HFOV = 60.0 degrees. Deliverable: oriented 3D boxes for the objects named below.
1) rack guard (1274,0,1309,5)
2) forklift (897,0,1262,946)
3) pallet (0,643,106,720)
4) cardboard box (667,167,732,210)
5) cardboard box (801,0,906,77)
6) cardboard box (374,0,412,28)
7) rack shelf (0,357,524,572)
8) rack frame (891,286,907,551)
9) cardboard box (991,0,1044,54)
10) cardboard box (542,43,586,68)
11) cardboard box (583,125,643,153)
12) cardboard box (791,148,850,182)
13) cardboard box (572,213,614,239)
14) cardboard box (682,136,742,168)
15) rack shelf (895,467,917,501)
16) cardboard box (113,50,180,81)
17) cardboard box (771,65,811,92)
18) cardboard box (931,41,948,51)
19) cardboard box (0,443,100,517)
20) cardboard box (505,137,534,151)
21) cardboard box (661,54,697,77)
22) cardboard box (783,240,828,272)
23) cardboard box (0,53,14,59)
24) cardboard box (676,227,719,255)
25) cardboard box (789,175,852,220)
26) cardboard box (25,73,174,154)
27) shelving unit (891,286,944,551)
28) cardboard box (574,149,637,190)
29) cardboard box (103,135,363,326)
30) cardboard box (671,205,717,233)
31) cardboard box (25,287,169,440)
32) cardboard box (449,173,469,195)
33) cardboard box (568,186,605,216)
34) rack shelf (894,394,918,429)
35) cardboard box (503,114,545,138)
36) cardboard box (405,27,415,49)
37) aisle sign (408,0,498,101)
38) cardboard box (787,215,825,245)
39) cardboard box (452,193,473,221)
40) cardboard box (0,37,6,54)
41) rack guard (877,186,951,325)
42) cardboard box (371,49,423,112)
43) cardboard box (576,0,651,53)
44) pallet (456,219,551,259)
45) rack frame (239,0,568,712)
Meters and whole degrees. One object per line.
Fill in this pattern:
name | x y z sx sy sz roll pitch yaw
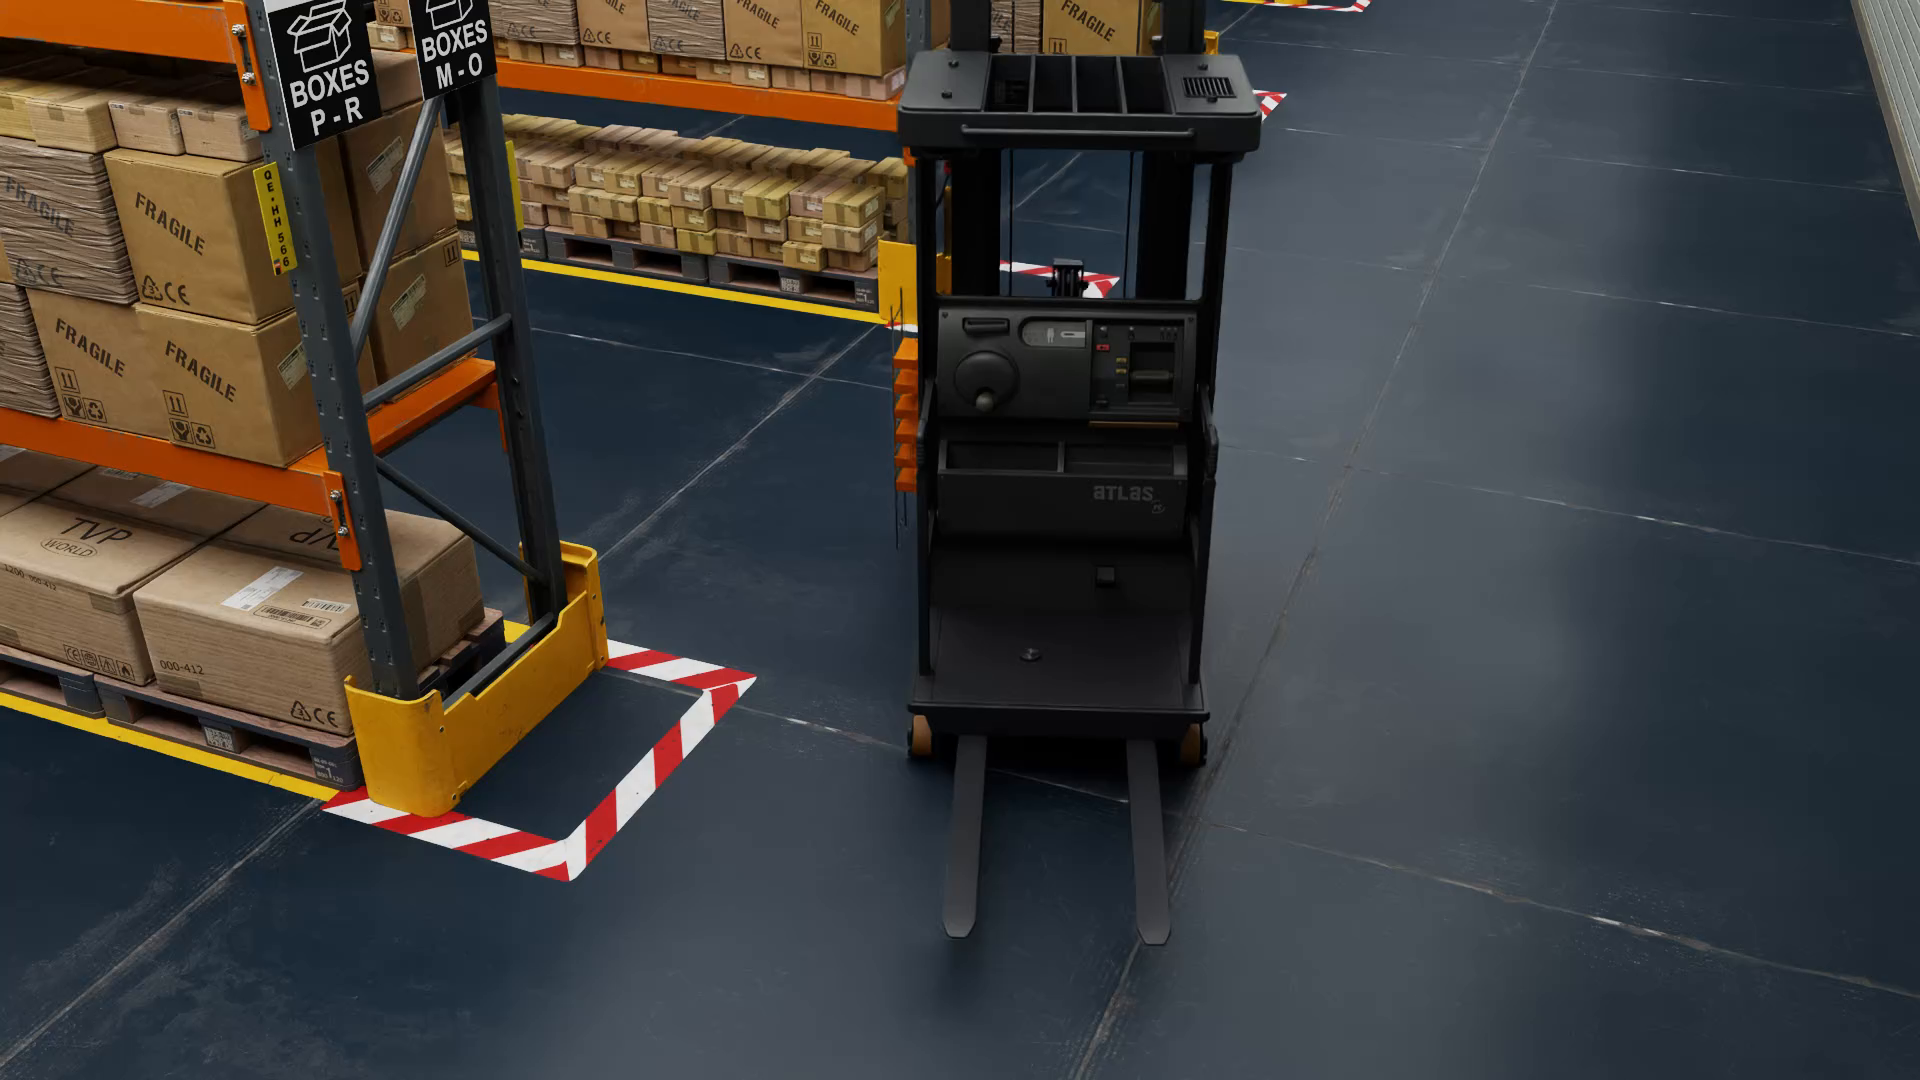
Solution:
rack guard | 3.784 -6.289 18.369 0.348 0.500 1.175 11 31 19
forklift | 0.375 -0.593 5.820 1.130 2.935 3.031 1 30 3
pallet | -3.729 0.276 7.047 1.213 0.211 1.003 11 31 19
cardboard box | -1.635 -2.222 10.498 0.250 0.149 0.380 12 32 21
cardboard box | -0.577 -3.013 9.629 0.500 0.500 0.500 12 32 20
cardboard box | -3.407 -3.581 10.634 0.500 0.500 0.500 11 31 18
rack shelf | -3.685 -0.656 6.593 4.000 0.370 1.077 11 31 19
rack frame | -0.273 -0.529 7.466 0.006 1.200 0.240 4 30 8
cardboard box | 0.428 -4.626 14.618 0.875 0.875 0.875 11 31 19
cardboard box | -2.393 -3.082 10.410 0.250 0.149 0.380 13 32 21
cardboard box | -2.361 -2.705 11.353 0.250 0.149 0.380 10 31 17
cardboard box | -0.908 -2.428 10.864 0.250 0.149 0.380 11 31 19
cardboard box | -2.337 -2.121 10.925 0.250 0.149 0.380 10 31 18
cardboard box | -1.649 -2.562 11.100 0.250 0.149 0.380 12 32 20
rack shelf | -0.183 -0.274 7.593 0.180 0.103 0.258 4 30 8
cardboard box | -2.775 -1.709 5.948 0.250 0.149 0.380 10 31 17
cardboard box | -0.927 -2.799 9.910 0.250 0.149 0.380 11 31 19
cardboard box | -0.241 -2.975 10.220 0.250 0.149 0.380 11 31 19
cardboard box | -4.167 -0.076 7.013 0.875 0.438 0.875 10 31 18
cardboard box | -3.044 -2.555 11.088 0.250 0.149 0.380 11 31 18
cardboard box | -1.633 -2.975 10.221 0.250 0.149 0.380 10 31 17
cardboard box | -0.907 -1.820 10.392 0.250 0.149 0.380 12 32 21
cardboard box | -3.443 -1.546 5.660 0.250 0.149 0.380 12 32 20
cardboard box | -1.613 -1.967 10.651 0.250 0.149 0.380 10 31 17
cardboard box | -0.861 -2.130 10.337 0.250 0.149 0.380 12 32 20
cardboard box | -2.755 -1.381 5.367 0.250 0.149 0.380 11 31 19
shelving unit | -0.183 -0.522 7.453 0.189 1.200 0.258 4 30 8
cardboard box | -2.305 -2.420 10.849 0.250 0.149 0.380 10 31 17
cardboard box | -2.368 -1.058 5.456 0.500 0.500 0.500 12 32 21
cardboard box | -1.627 -2.099 10.583 0.250 0.149 0.380 12 32 20
cardboard box | -2.838 -0.711 5.857 0.500 0.500 0.500 11 31 18
cardboard box | -3.287 -2.467 11.235 0.250 0.149 0.380 12 31 19
cardboard box | -2.342 -2.250 10.850 0.250 0.149 0.380 11 31 19
rack shelf | -0.183 -0.587 7.416 0.180 0.103 0.258 4 30 8
cardboard box | -3.091 -2.839 11.590 0.250 0.149 0.380 12 32 20
cardboard box | -3.364 -3.290 10.777 0.250 0.149 0.380 12 32 21
aisle sign | -1.656 -1.850 5.332 0.004 0.787 0.394 11 31 19
cardboard box | -0.883 -1.986 10.384 0.250 0.149 0.380 11 31 18
cardboard box | -3.308 -2.293 11.229 0.250 0.149 0.380 12 32 21
cardboard box | -3.478 -1.858 6.212 0.250 0.149 0.380 11 31 18
rack guard | -0.135 -1.801 10.427 0.348 0.500 1.175 11 31 19
cardboard box | -2.057 -1.552 5.671 0.250 0.149 0.380 12 32 20
cardboard box | -1.984 -3.298 10.132 0.500 0.500 0.500 13 32 22
pallet | -3.135 -2.293 11.592 1.213 0.211 1.003 11 31 19
rack frame | -1.832 -0.599 5.761 0.127 3.000 1.000 11 31 19
